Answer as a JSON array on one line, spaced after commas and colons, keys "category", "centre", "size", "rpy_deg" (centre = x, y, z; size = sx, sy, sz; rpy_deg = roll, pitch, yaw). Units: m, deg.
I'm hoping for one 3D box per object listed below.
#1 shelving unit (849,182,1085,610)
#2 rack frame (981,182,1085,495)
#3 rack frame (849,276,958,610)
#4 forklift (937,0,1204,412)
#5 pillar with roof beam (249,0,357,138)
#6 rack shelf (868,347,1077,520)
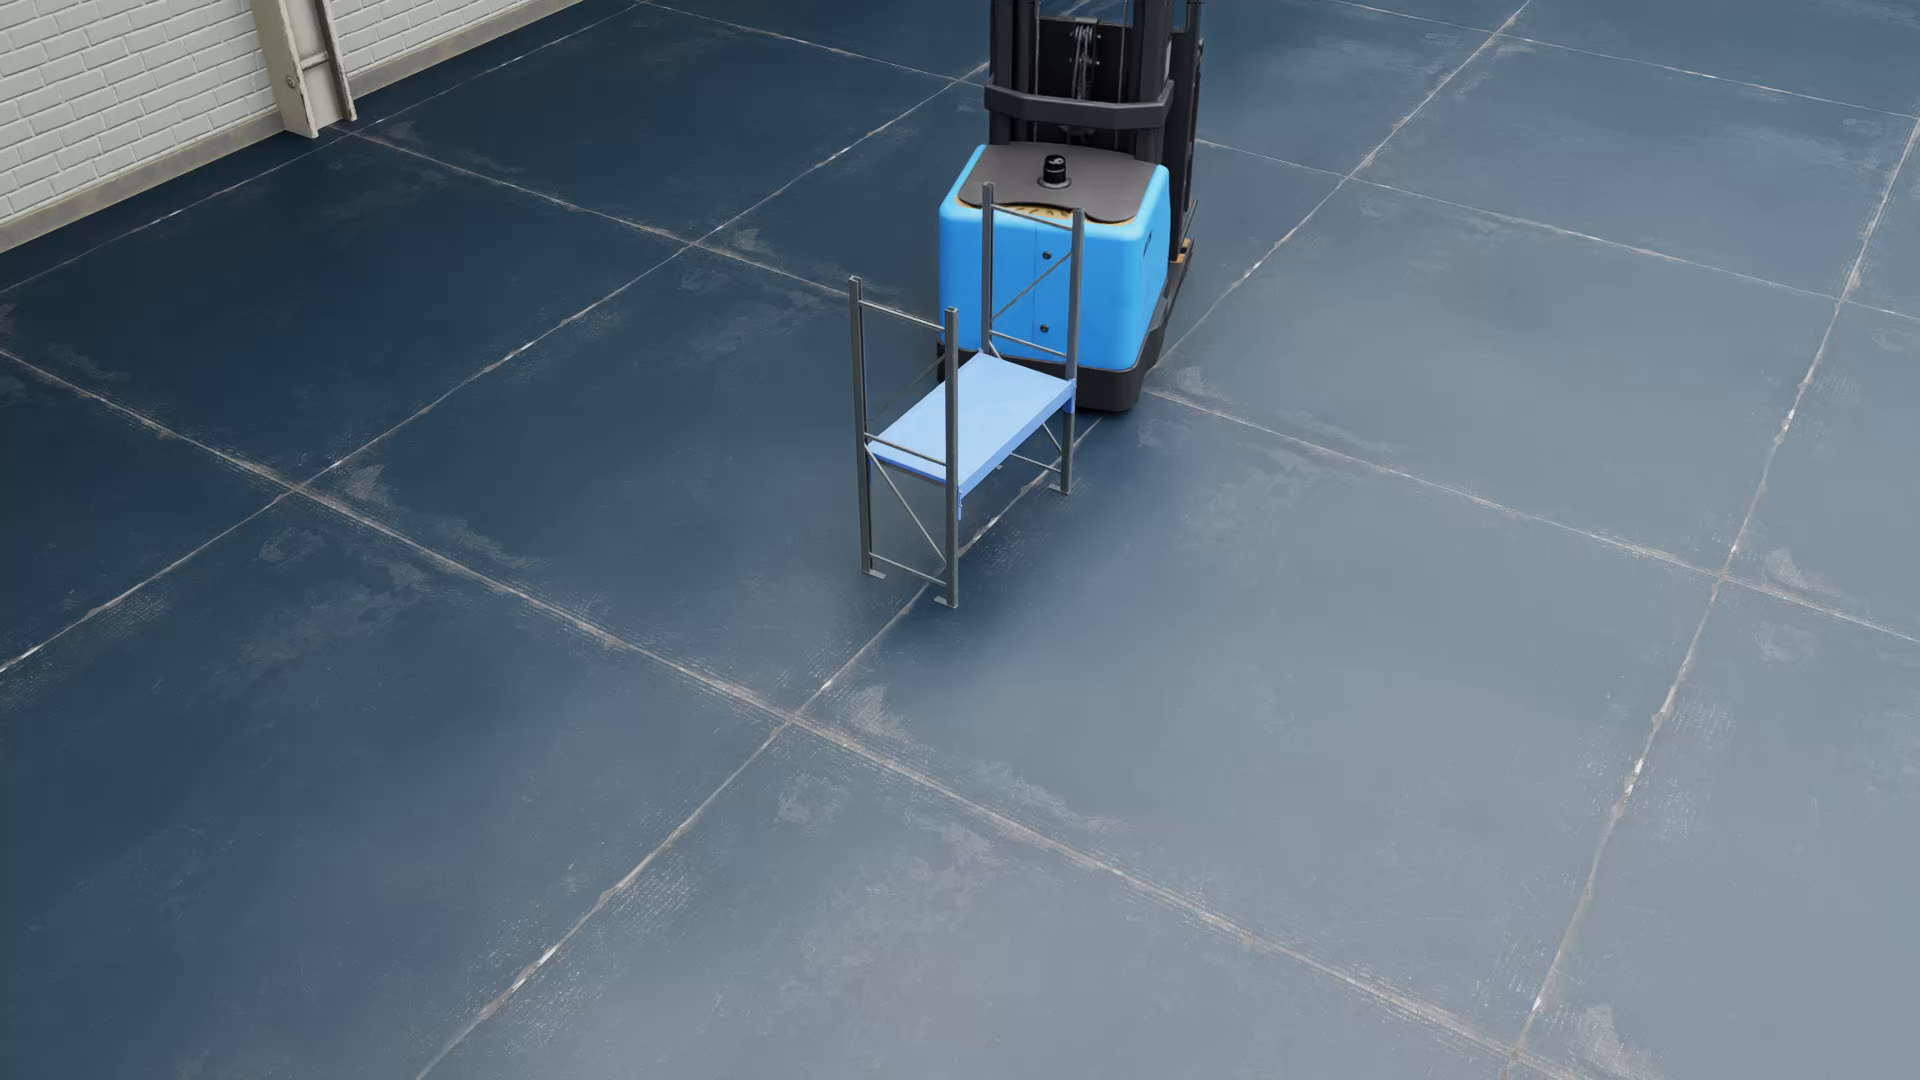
[{"category": "shelving unit", "centre": [0.046, -0.638, 7.349], "size": [0.538, 1.500, 1.048], "rpy_deg": [21, 42, 25]}, {"category": "rack frame", "centre": [0.318, -0.900, 7.689], "size": [0.500, 1.500, 0.032], "rpy_deg": [21, 42, 25]}, {"category": "rack frame", "centre": [-0.227, -0.376, 7.009], "size": [0.500, 1.500, 0.032], "rpy_deg": [21, 42, 25]}, {"category": "forklift", "centre": [0.761, -2.720, 8.877], "size": [1.130, 2.935, 3.031], "rpy_deg": [9, 39, 12]}, {"category": "pillar with roof beam", "centre": [-0.783, -5.032, 6.908], "size": [9.100, 9.000, 0.400], "rpy_deg": [21, 42, 25]}, {"category": "rack shelf", "centre": [0.046, -0.496, 7.459], "size": [0.538, 0.185, 1.000], "rpy_deg": [21, 42, 25]}]
